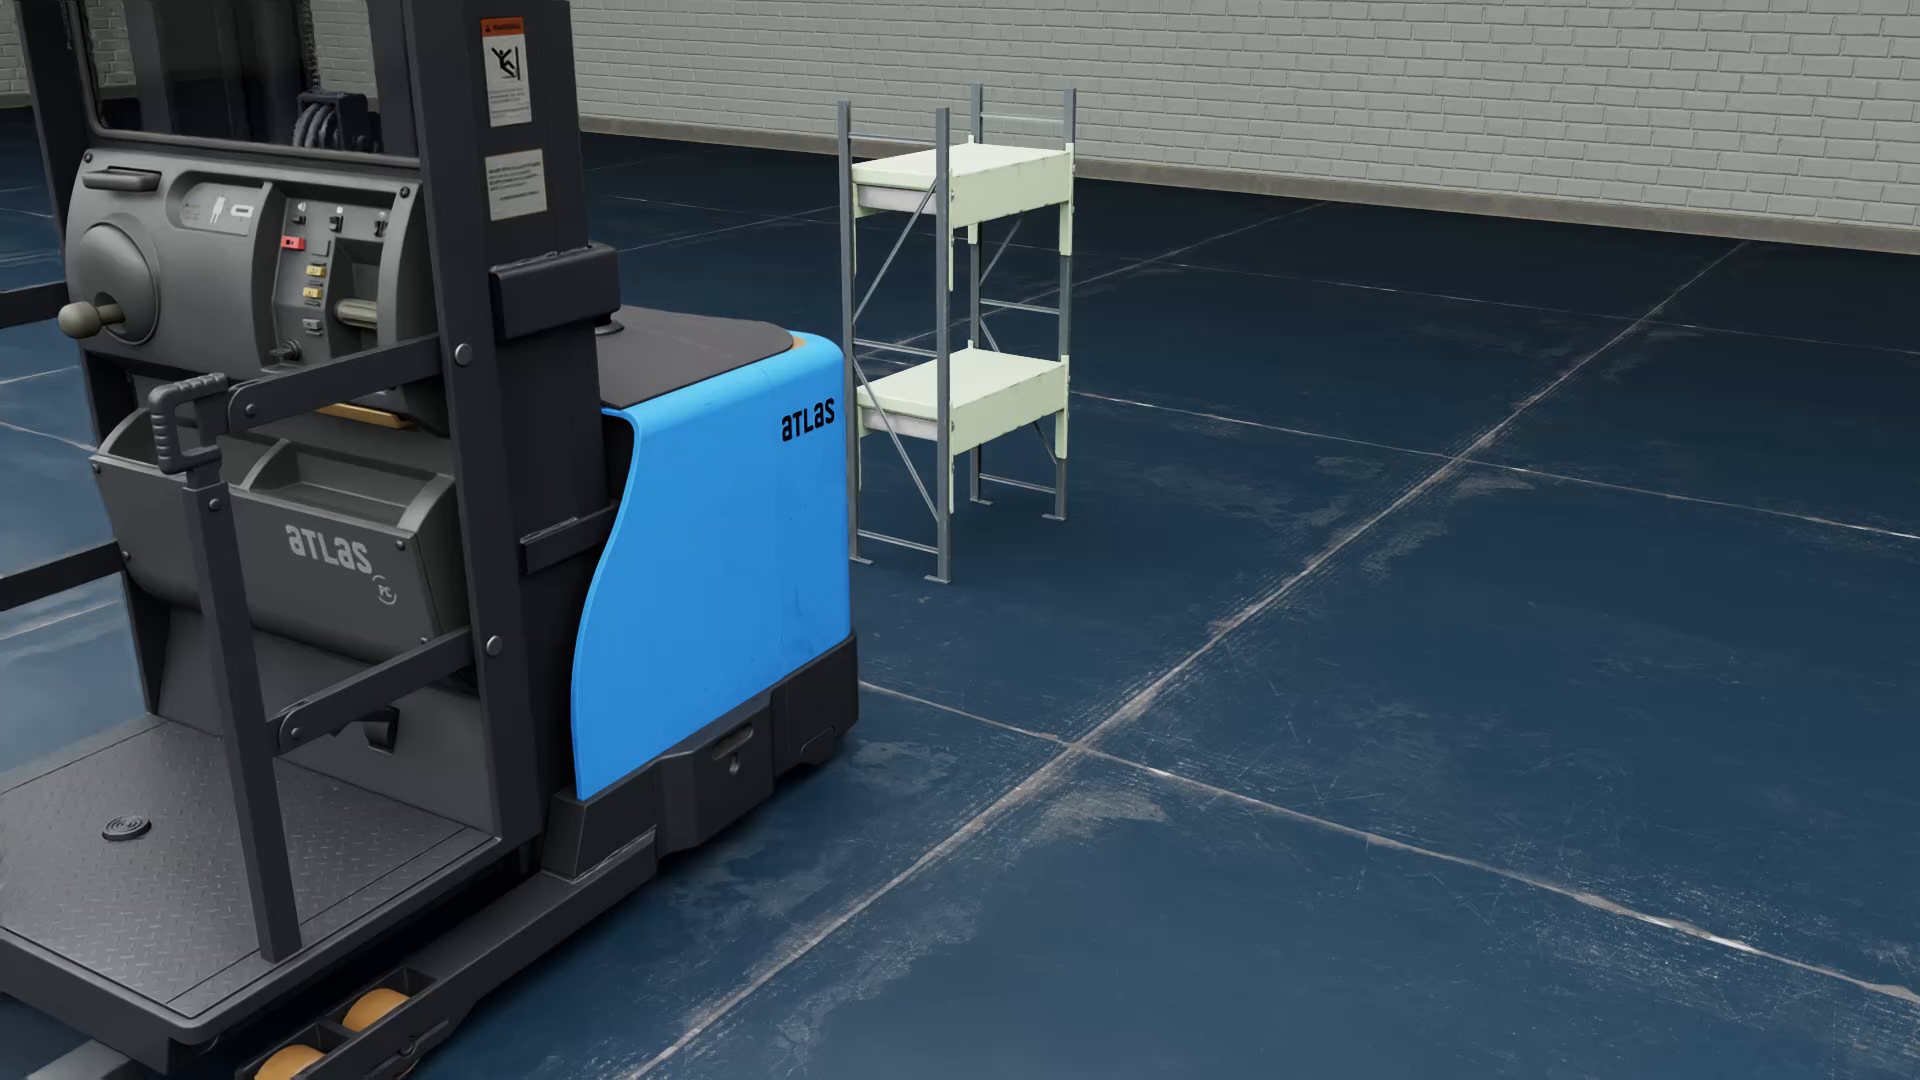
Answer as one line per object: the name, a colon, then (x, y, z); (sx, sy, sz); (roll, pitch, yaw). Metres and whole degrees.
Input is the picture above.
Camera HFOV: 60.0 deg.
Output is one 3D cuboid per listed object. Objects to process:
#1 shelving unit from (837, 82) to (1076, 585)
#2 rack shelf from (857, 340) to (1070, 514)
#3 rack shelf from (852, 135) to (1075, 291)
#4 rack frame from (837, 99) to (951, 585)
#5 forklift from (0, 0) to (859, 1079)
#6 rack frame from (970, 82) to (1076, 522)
shelving unit: (0.004, -0.705, 5.510); (0.431, 1.500, 0.755); (13, 24, 32)
rack shelf: (0.004, -0.400, 5.623); (0.431, 0.370, 0.720); (13, 24, 32)
rack shelf: (0.004, -1.071, 5.375); (0.431, 0.370, 0.720); (13, 24, 32)
rack frame: (-0.202, -0.600, 5.226); (0.400, 1.500, 0.023); (13, 24, 32)
forklift: (-1.444, -0.500, 2.892); (1.130, 2.935, 3.031); (12, 23, 28)
rack frame: (0.209, -0.810, 5.794); (0.400, 1.500, 0.023); (13, 24, 32)
